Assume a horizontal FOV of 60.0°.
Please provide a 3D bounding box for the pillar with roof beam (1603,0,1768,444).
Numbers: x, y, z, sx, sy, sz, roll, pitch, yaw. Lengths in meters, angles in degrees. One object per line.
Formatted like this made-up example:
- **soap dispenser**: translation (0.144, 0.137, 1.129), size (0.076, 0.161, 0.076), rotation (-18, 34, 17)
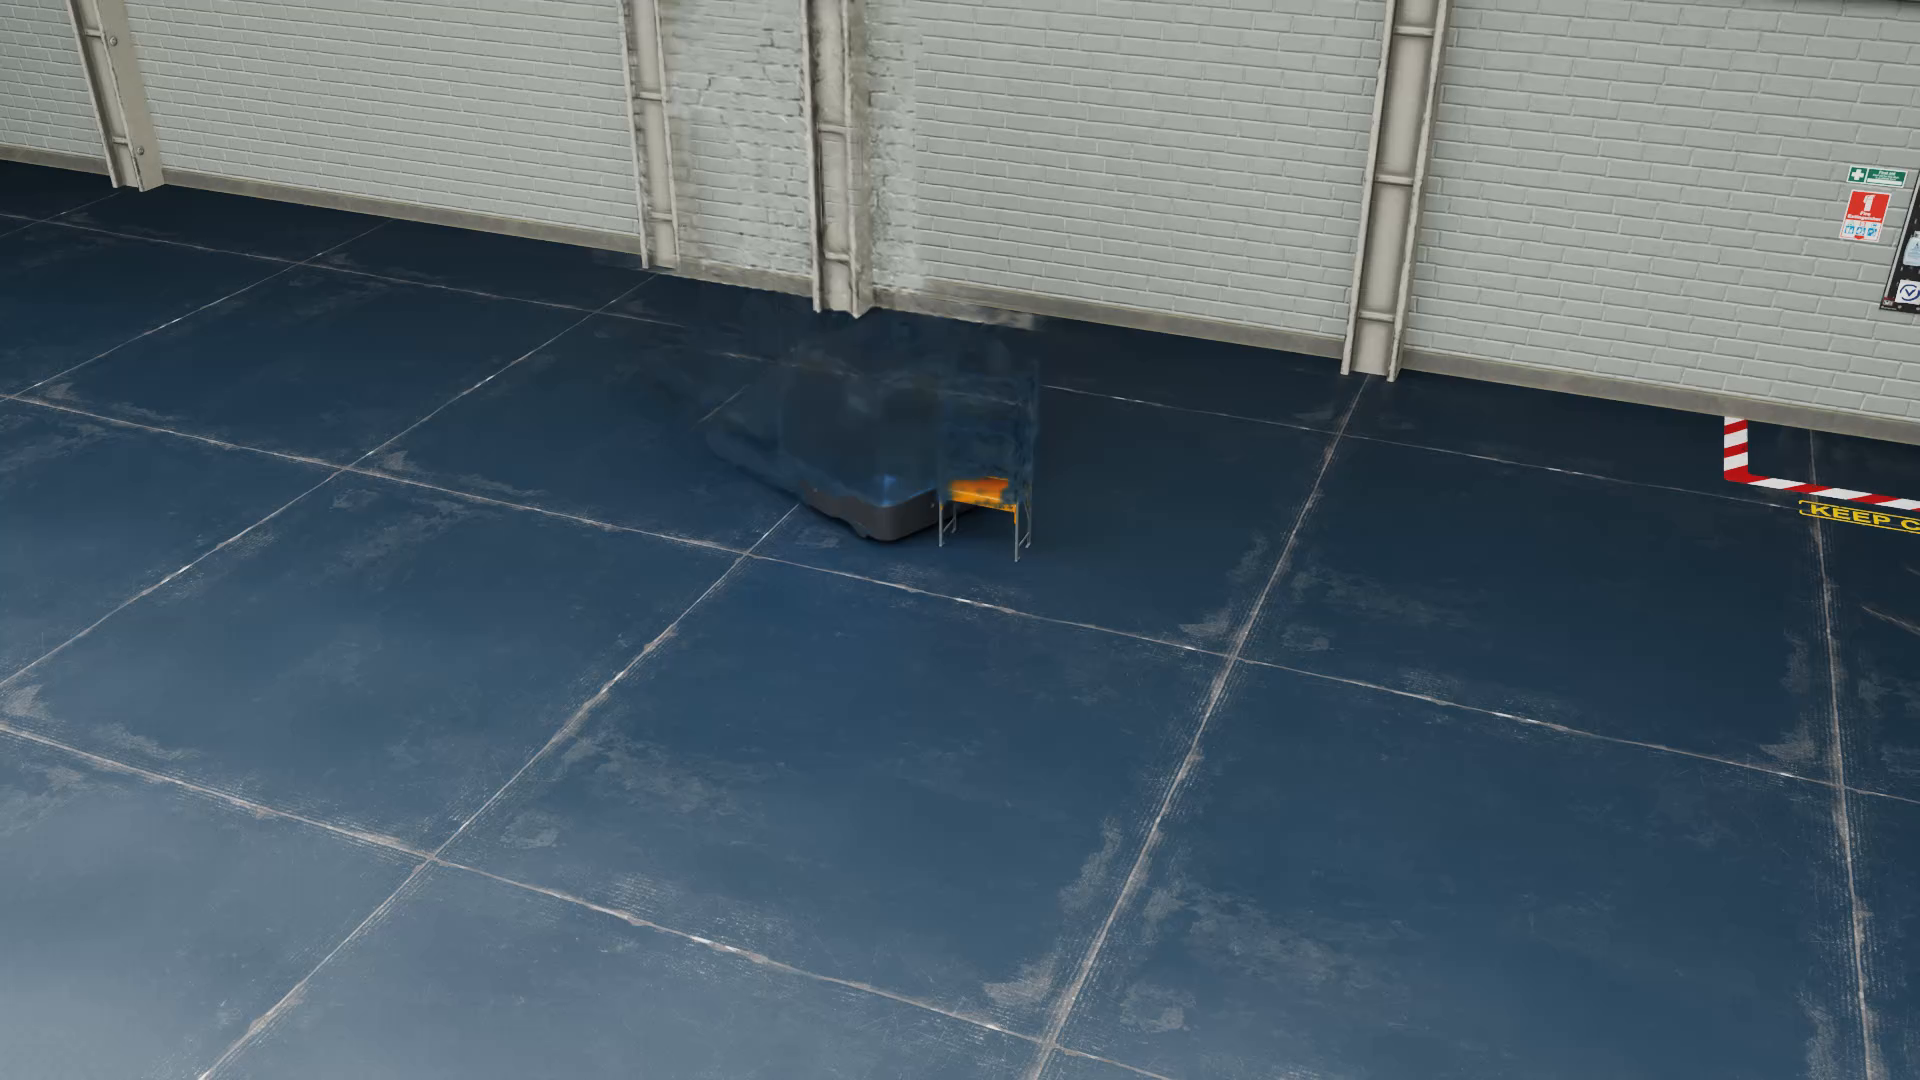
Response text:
- **pillar with roof beam**: translation (-4.113, -4.333, 8.682), size (0.400, 9.000, 9.100), rotation (11, 31, 19)

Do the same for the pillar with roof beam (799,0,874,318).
- **pillar with roof beam**: translation (-9.672, -5.443, 10.646), size (0.400, 9.000, 9.100), rotation (11, 31, 19)

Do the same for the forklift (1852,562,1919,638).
- **forklift**: translation (-1.043, -1.914, 10.569), size (1.130, 2.935, 3.031), rotation (-23, 37, -35)
